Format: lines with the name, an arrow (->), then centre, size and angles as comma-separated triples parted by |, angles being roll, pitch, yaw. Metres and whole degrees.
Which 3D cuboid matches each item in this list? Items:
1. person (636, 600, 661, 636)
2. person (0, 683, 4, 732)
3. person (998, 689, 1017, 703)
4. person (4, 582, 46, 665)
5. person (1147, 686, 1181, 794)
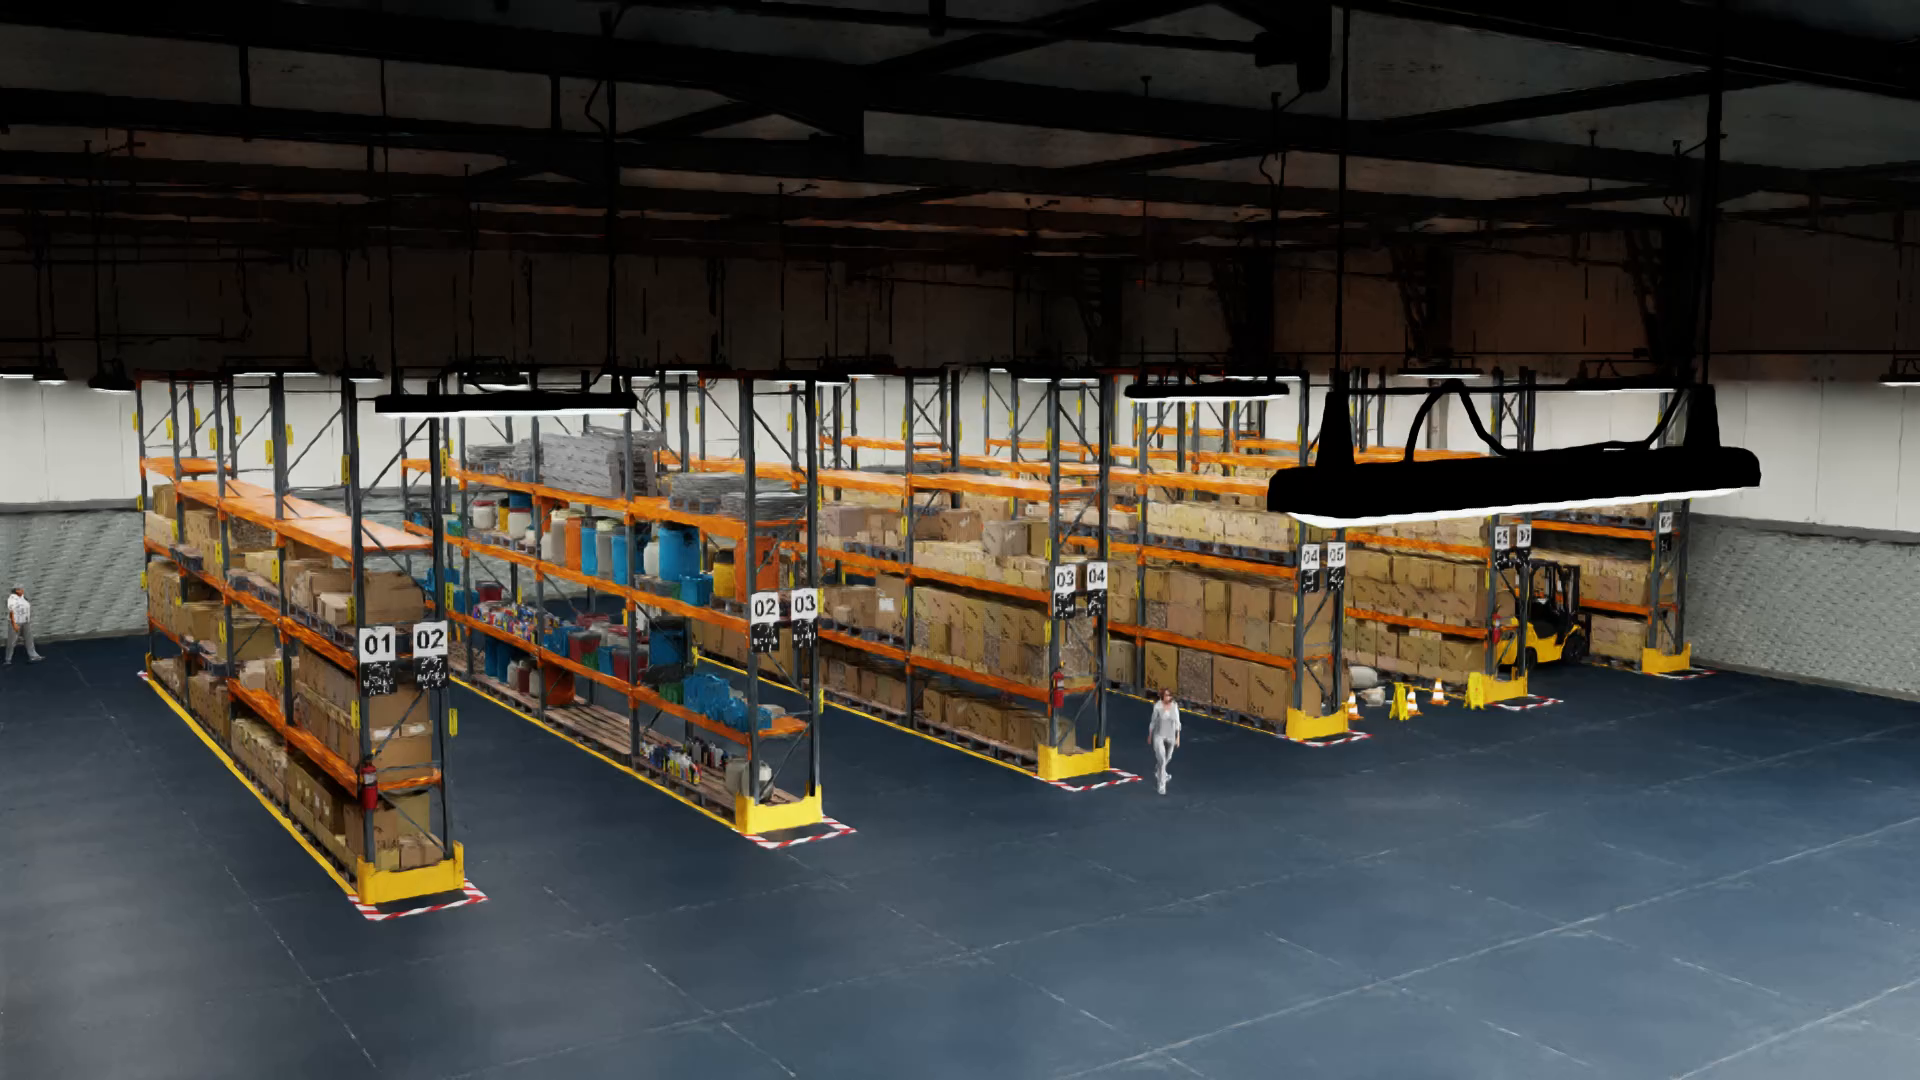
person -> -6.498, 1.623, 34.167 | 0.729, 1.733, 0.546 | -5, 8, -35
person -> -16.173, 2.300, 27.724 | 0.673, 1.782, 0.445 | 6, 9, 44
person -> 0.866, 2.252, 29.123 | 0.598, 1.619, 0.507 | -5, 8, -35
person -> -19.153, 1.678, 33.906 | 0.565, 1.653, 0.731 | 0, 6, 4
person -> 2.956, 2.844, 24.119 | 0.455, 1.530, 0.868 | -1, 7, -12
